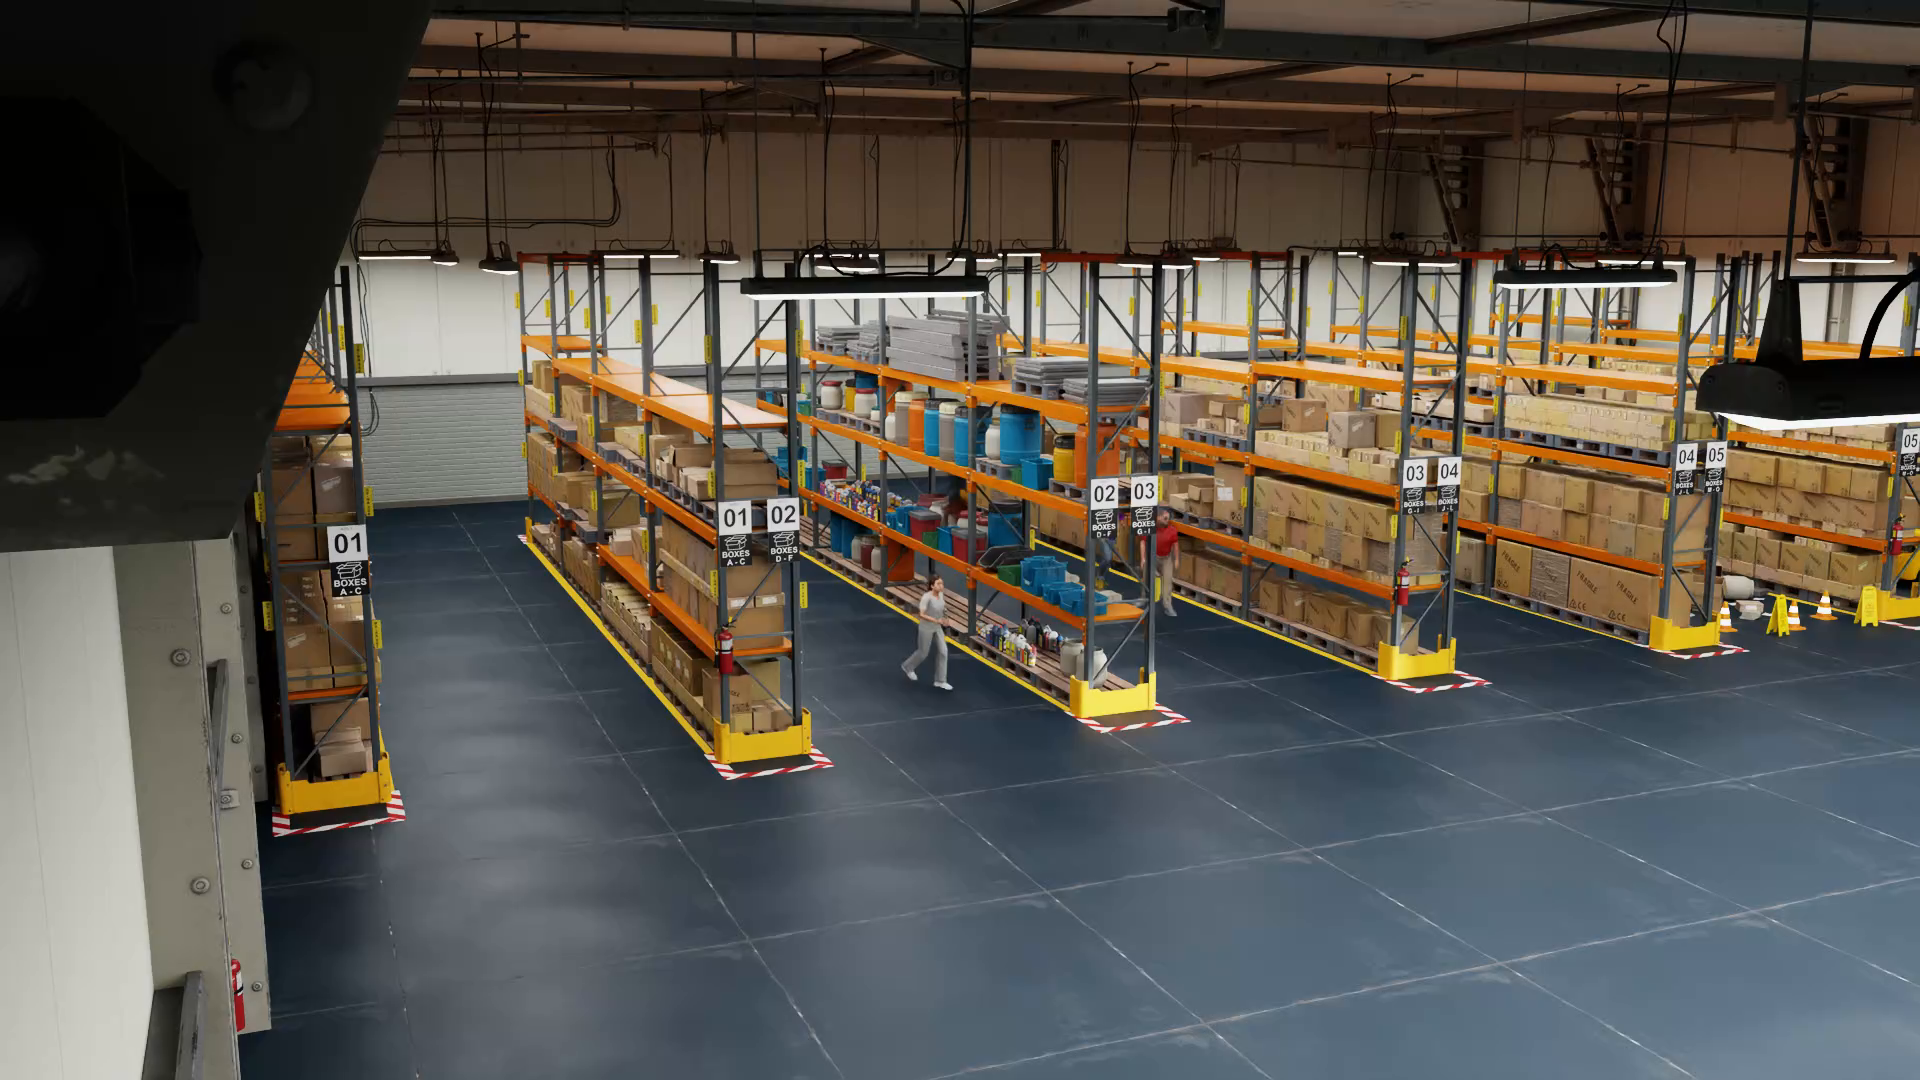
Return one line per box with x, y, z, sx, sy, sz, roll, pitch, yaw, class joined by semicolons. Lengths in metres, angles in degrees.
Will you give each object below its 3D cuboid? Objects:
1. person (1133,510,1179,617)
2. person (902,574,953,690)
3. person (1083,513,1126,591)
3.201;0.332;26.885;0.712;1.679;0.900;0;10;-2;person
-0.470;1.269;23.562;0.911;1.637;0.553;10;14;43;person
2.568;-0.007;28.741;0.680;1.802;0.652;-5;12;-27;person
